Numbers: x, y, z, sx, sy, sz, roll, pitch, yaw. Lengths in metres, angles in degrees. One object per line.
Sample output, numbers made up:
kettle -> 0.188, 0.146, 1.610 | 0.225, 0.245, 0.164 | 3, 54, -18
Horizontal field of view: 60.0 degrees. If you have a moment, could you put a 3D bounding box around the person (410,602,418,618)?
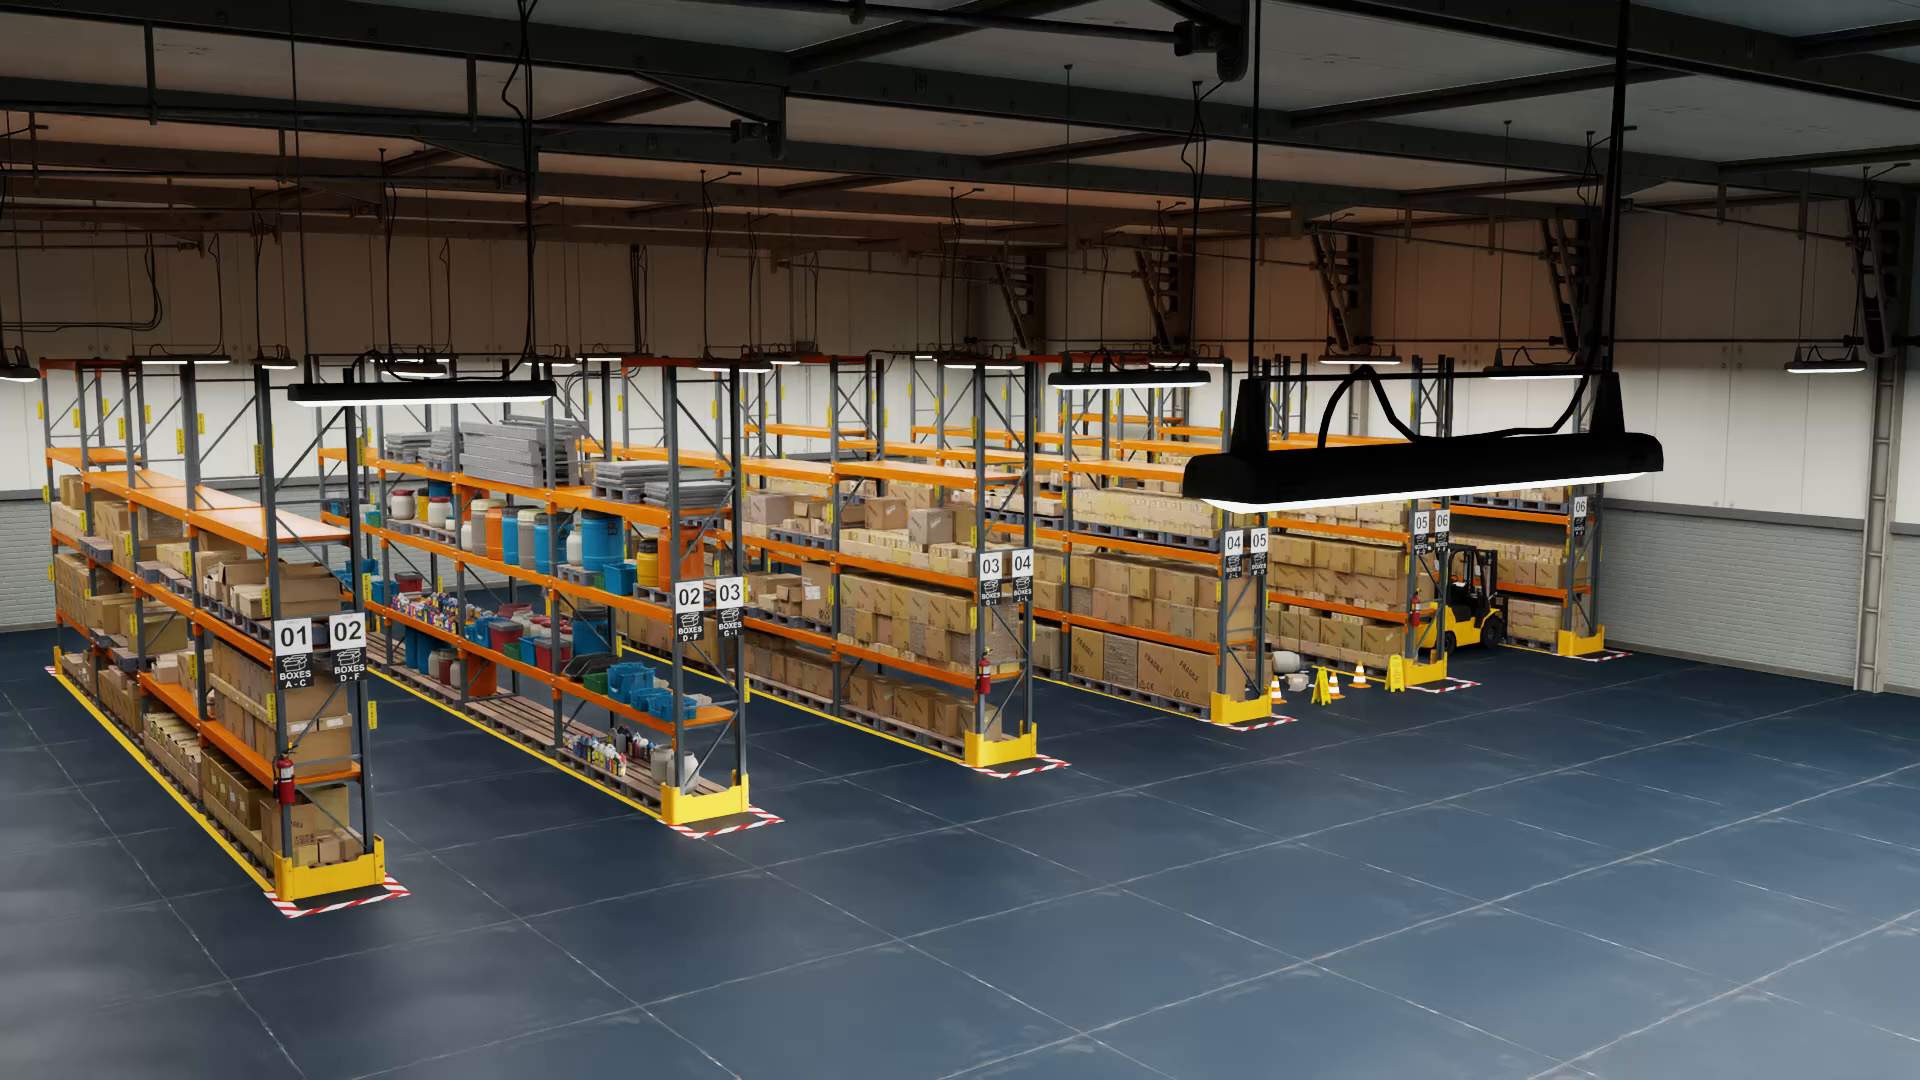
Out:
person -> -0.851, 1.571, 32.908 | 14.055, 1.712, 12.955 | 3, 8, 27

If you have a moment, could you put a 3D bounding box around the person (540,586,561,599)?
person -> -1.584, 1.119, 18.866 | 34.957, 5.830, 31.068 | 3, 8, 27
